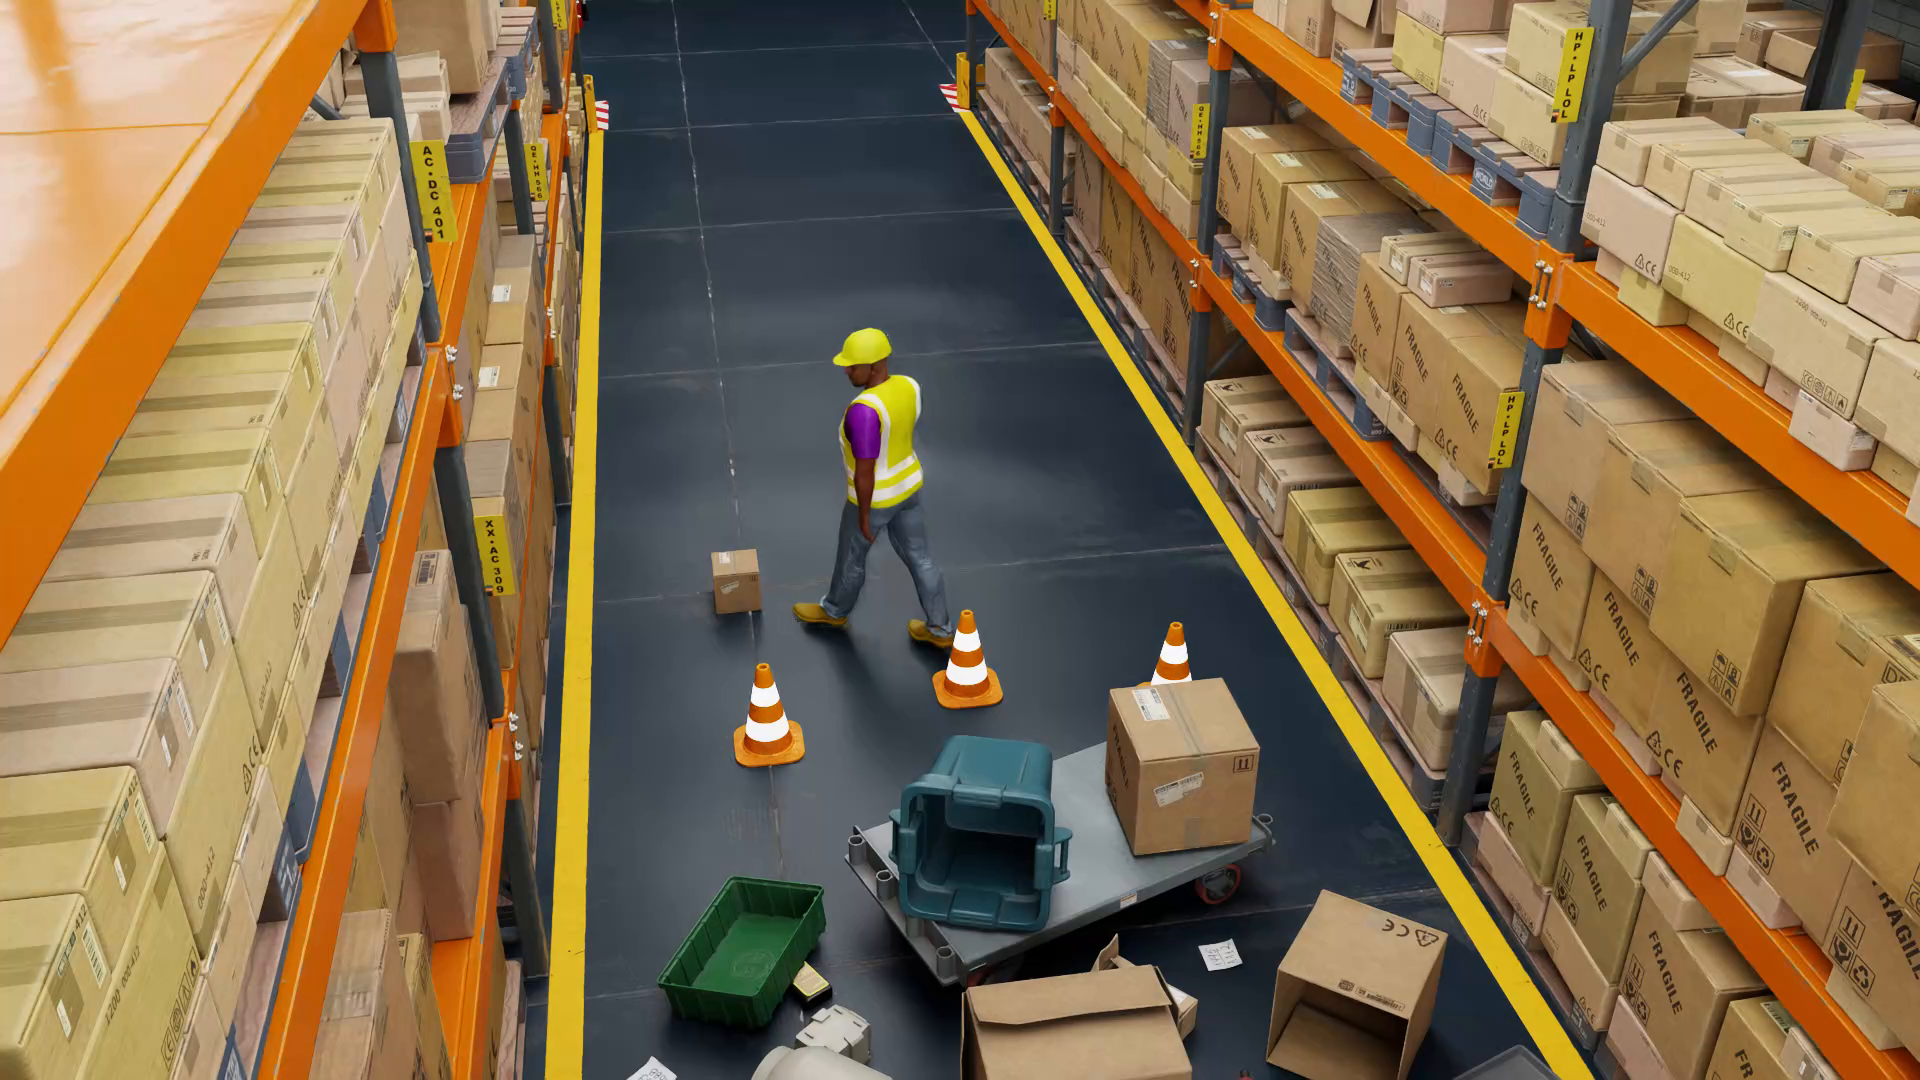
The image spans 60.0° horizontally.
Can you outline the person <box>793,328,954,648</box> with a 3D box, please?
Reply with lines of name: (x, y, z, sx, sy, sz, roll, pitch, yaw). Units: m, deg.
person: (-0.429, -0.276, 8.547, 0.918, 1.727, 0.585, 20, 36, 30)
